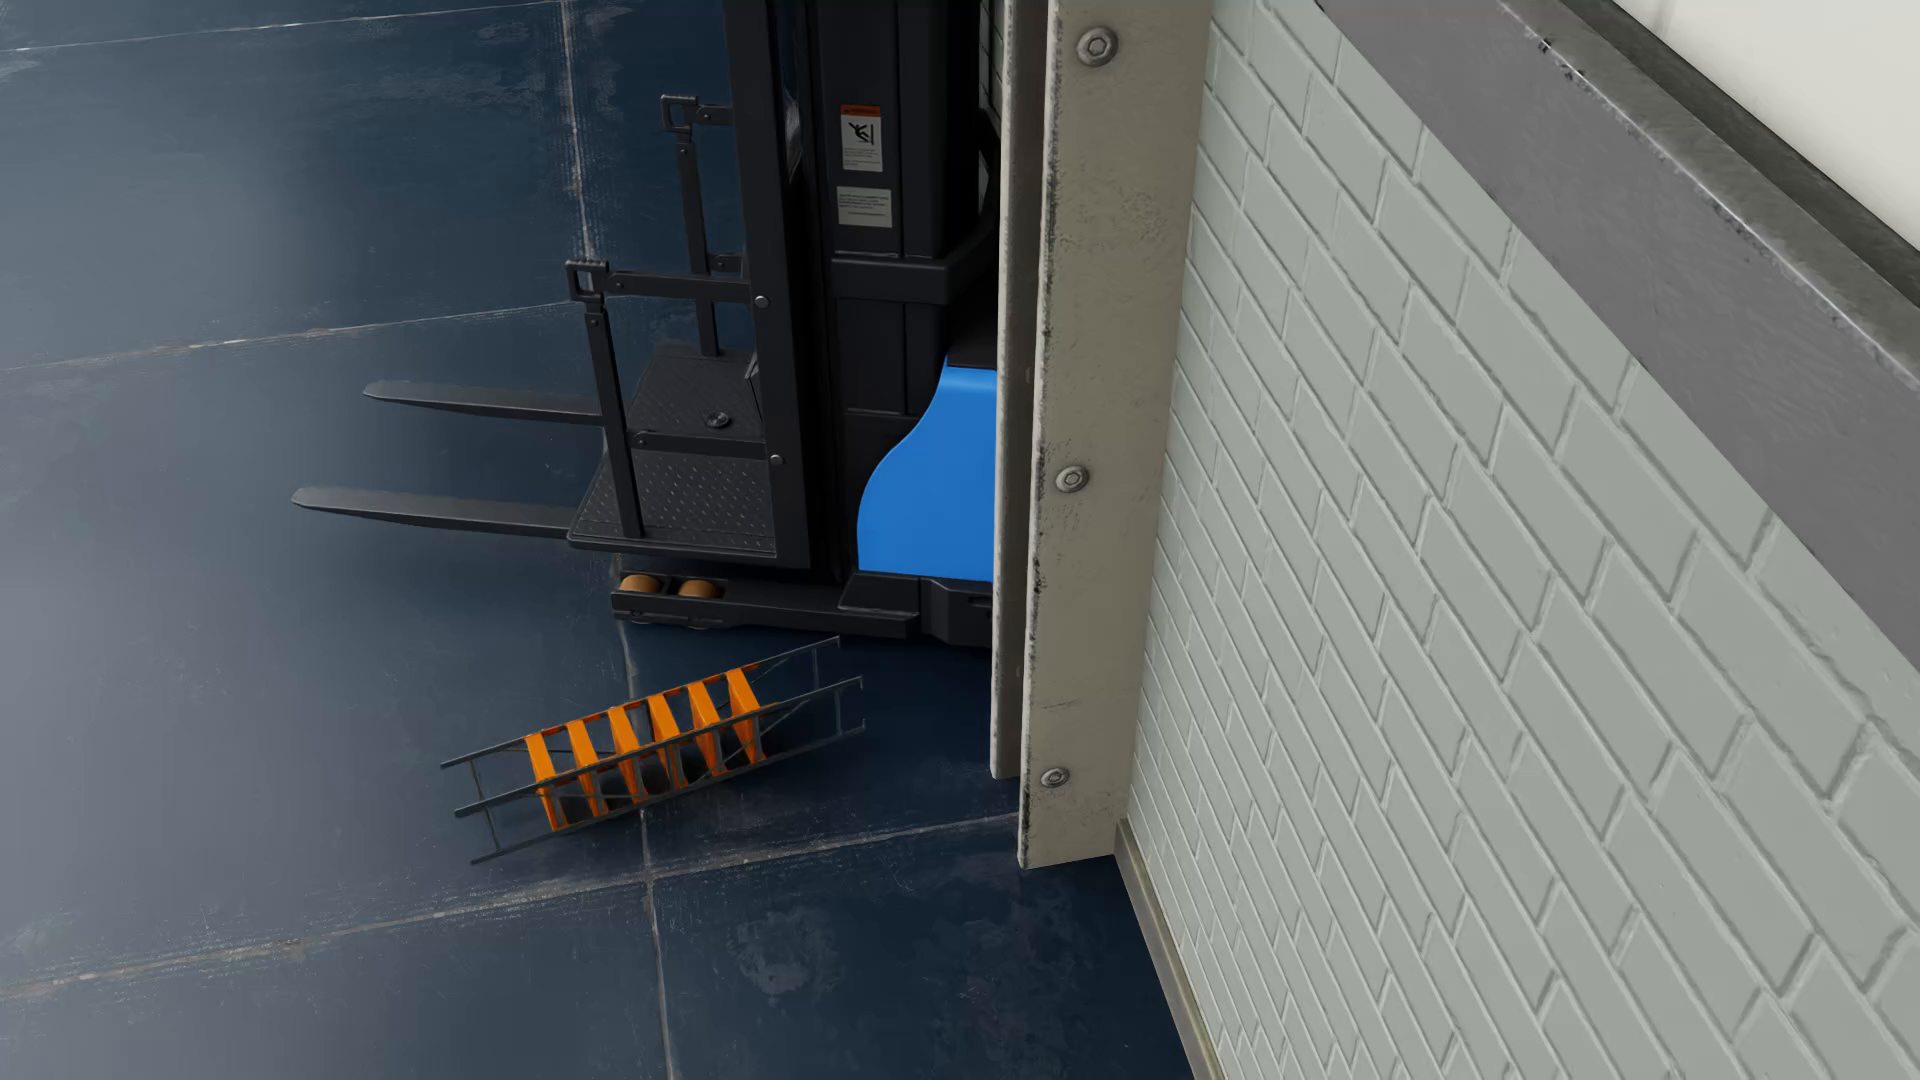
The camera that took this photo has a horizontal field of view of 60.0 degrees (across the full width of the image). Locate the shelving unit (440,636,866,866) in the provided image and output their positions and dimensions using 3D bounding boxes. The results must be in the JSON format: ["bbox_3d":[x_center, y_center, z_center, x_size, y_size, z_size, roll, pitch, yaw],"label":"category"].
[{"bbox_3d":[-0.870,0.602,4.850,1.200,0.258,0.189,-17,44,-18],"label":"shelving unit"}]

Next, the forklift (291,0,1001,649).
[{"bbox_3d":[-0.696,-1.146,4.833,3.031,2.935,1.130,5,42,6],"label":"forklift"}]

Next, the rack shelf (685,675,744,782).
[{"bbox_3d":[-0.721,0.556,4.902,0.103,0.258,0.180,-17,44,-18],"label":"rack shelf"}]

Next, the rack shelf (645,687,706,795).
[{"bbox_3d":[-0.829,0.590,4.864,0.103,0.258,0.180,-17,44,-18],"label":"rack shelf"}]

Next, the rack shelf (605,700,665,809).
[{"bbox_3d":[-0.938,0.624,4.826,0.103,0.258,0.180,-17,44,-18],"label":"rack shelf"}]

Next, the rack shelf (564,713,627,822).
[{"bbox_3d":[-1.047,0.657,4.788,0.103,0.258,0.180,-17,44,-18],"label":"rack shelf"}]

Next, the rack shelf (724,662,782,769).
[{"bbox_3d":[-0.612,0.523,4.939,0.103,0.258,0.180,-17,44,-18],"label":"rack shelf"}]

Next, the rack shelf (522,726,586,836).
[{"bbox_3d":[-1.156,0.691,4.750,0.103,0.258,0.180,-17,44,-18],"label":"rack shelf"}]

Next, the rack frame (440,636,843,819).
[{"bbox_3d":[-0.908,0.547,4.912,1.200,0.240,0.006,-17,44,-18],"label":"rack frame"}]

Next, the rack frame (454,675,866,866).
[{"bbox_3d":[-0.831,0.657,4.788,1.200,0.240,0.006,-17,44,-18],"label":"rack frame"}]

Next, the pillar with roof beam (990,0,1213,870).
[{"bbox_3d":[-3.922,-1.967,1.187,9.100,9.000,0.400,-8,42,-9],"label":"pillar with roof beam"}]
